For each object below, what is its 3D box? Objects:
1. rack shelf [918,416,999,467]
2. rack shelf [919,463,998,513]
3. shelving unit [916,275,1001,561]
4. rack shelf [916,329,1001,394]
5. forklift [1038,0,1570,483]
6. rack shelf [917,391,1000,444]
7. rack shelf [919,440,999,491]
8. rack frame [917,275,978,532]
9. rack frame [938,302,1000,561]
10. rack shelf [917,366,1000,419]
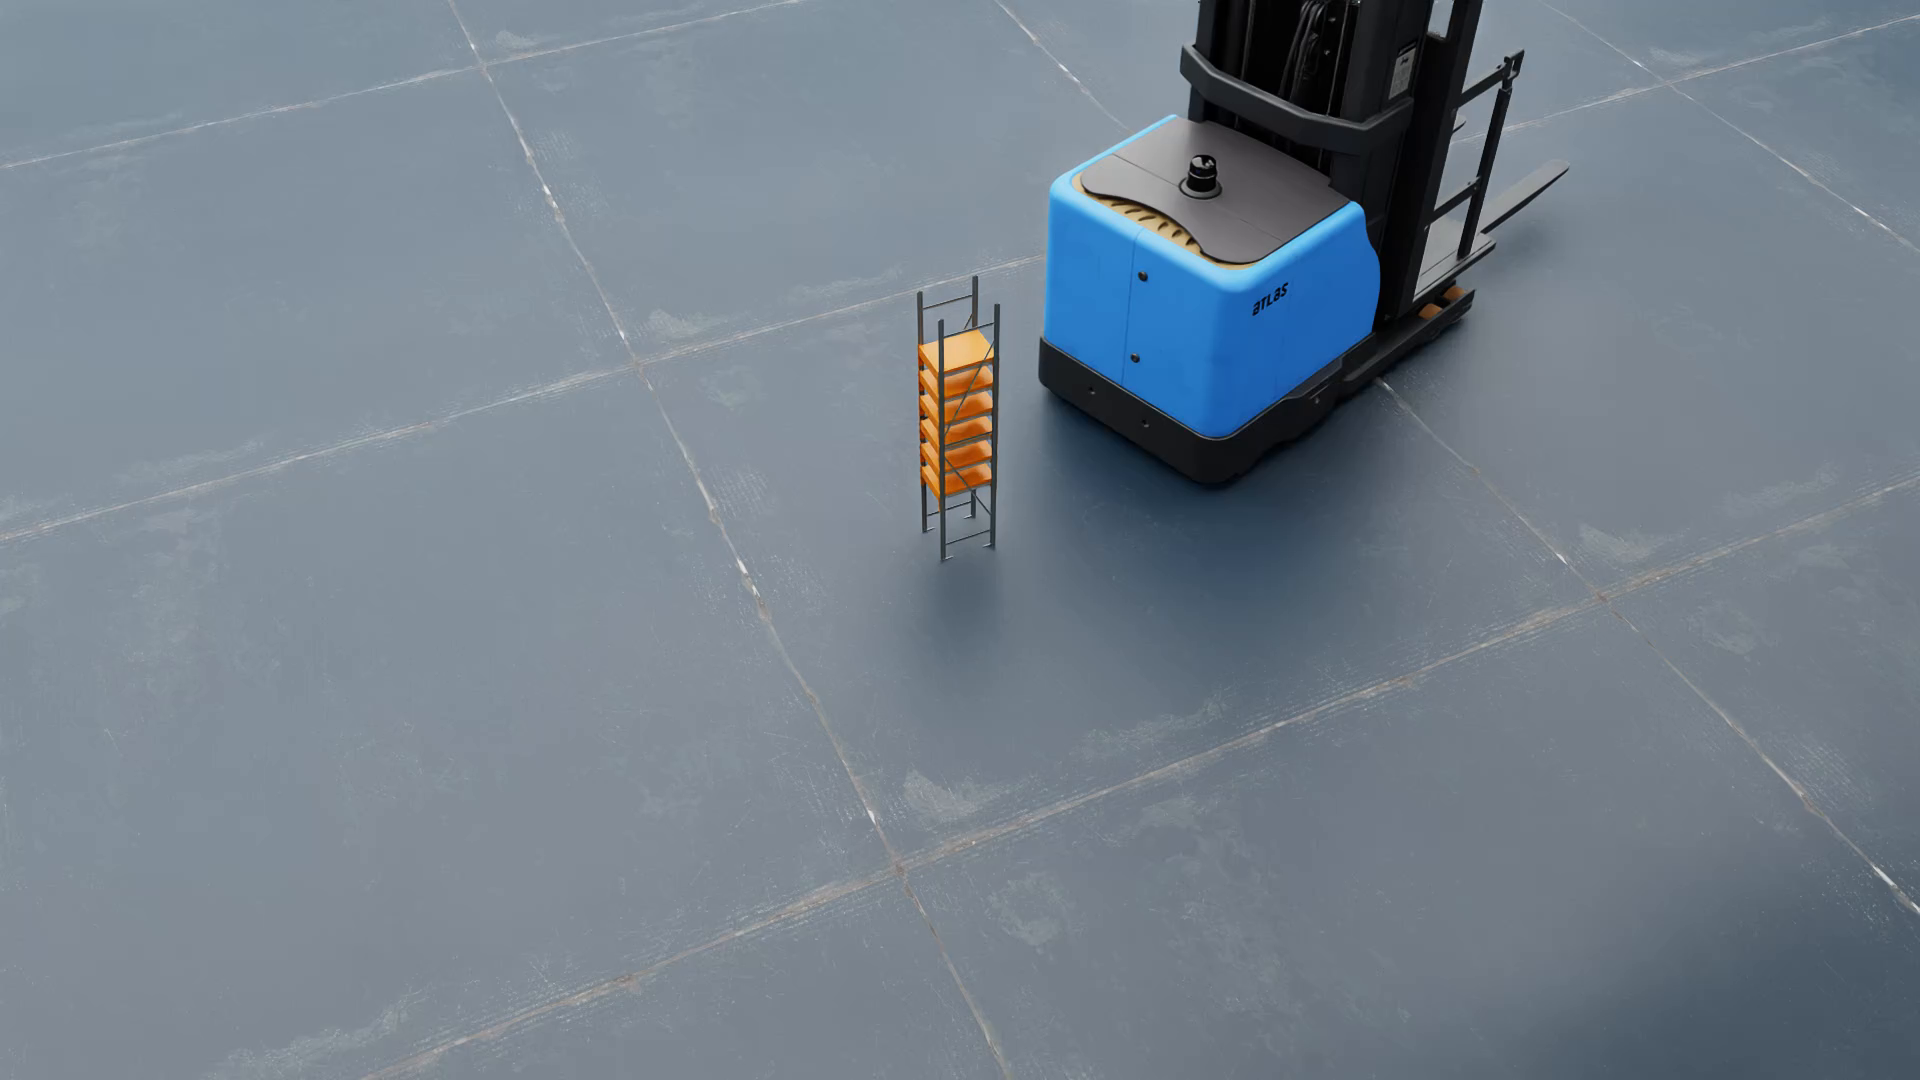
[{"bbox_3d":[-0.006,-0.405,6.369,0.258,0.103,0.180,-18,47,-17],"label":"rack shelf"},{"bbox_3d":[-0.006,-0.234,6.538,0.258,0.103,0.180,-18,47,-17],"label":"rack shelf"},{"bbox_3d":[-0.006,-0.436,6.338,0.258,1.200,0.189,-18,47,-17],"label":"shelving unit"},{"bbox_3d":[-0.006,-0.661,6.116,0.258,0.103,0.180,-18,47,-17],"label":"rack shelf"},{"bbox_3d":[1.752,-2.201,6.894,3.031,2.935,1.130,-34,54,-30],"label":"forklift"},{"bbox_3d":[-0.006,-0.490,6.285,0.258,0.103,0.180,-18,47,-17],"label":"rack shelf"},{"bbox_3d":[-0.006,-0.319,6.453,0.258,0.103,0.180,-18,47,-17],"label":"rack shelf"},{"bbox_3d":[-0.045,-0.495,6.397,0.240,1.200,0.006,-18,47,-17],"label":"rack frame"},{"bbox_3d":[0.032,-0.378,6.279,0.240,1.200,0.006,-18,47,-17],"label":"rack frame"},{"bbox_3d":[-0.006,-0.576,6.201,0.258,0.103,0.180,-18,47,-17],"label":"rack shelf"}]
